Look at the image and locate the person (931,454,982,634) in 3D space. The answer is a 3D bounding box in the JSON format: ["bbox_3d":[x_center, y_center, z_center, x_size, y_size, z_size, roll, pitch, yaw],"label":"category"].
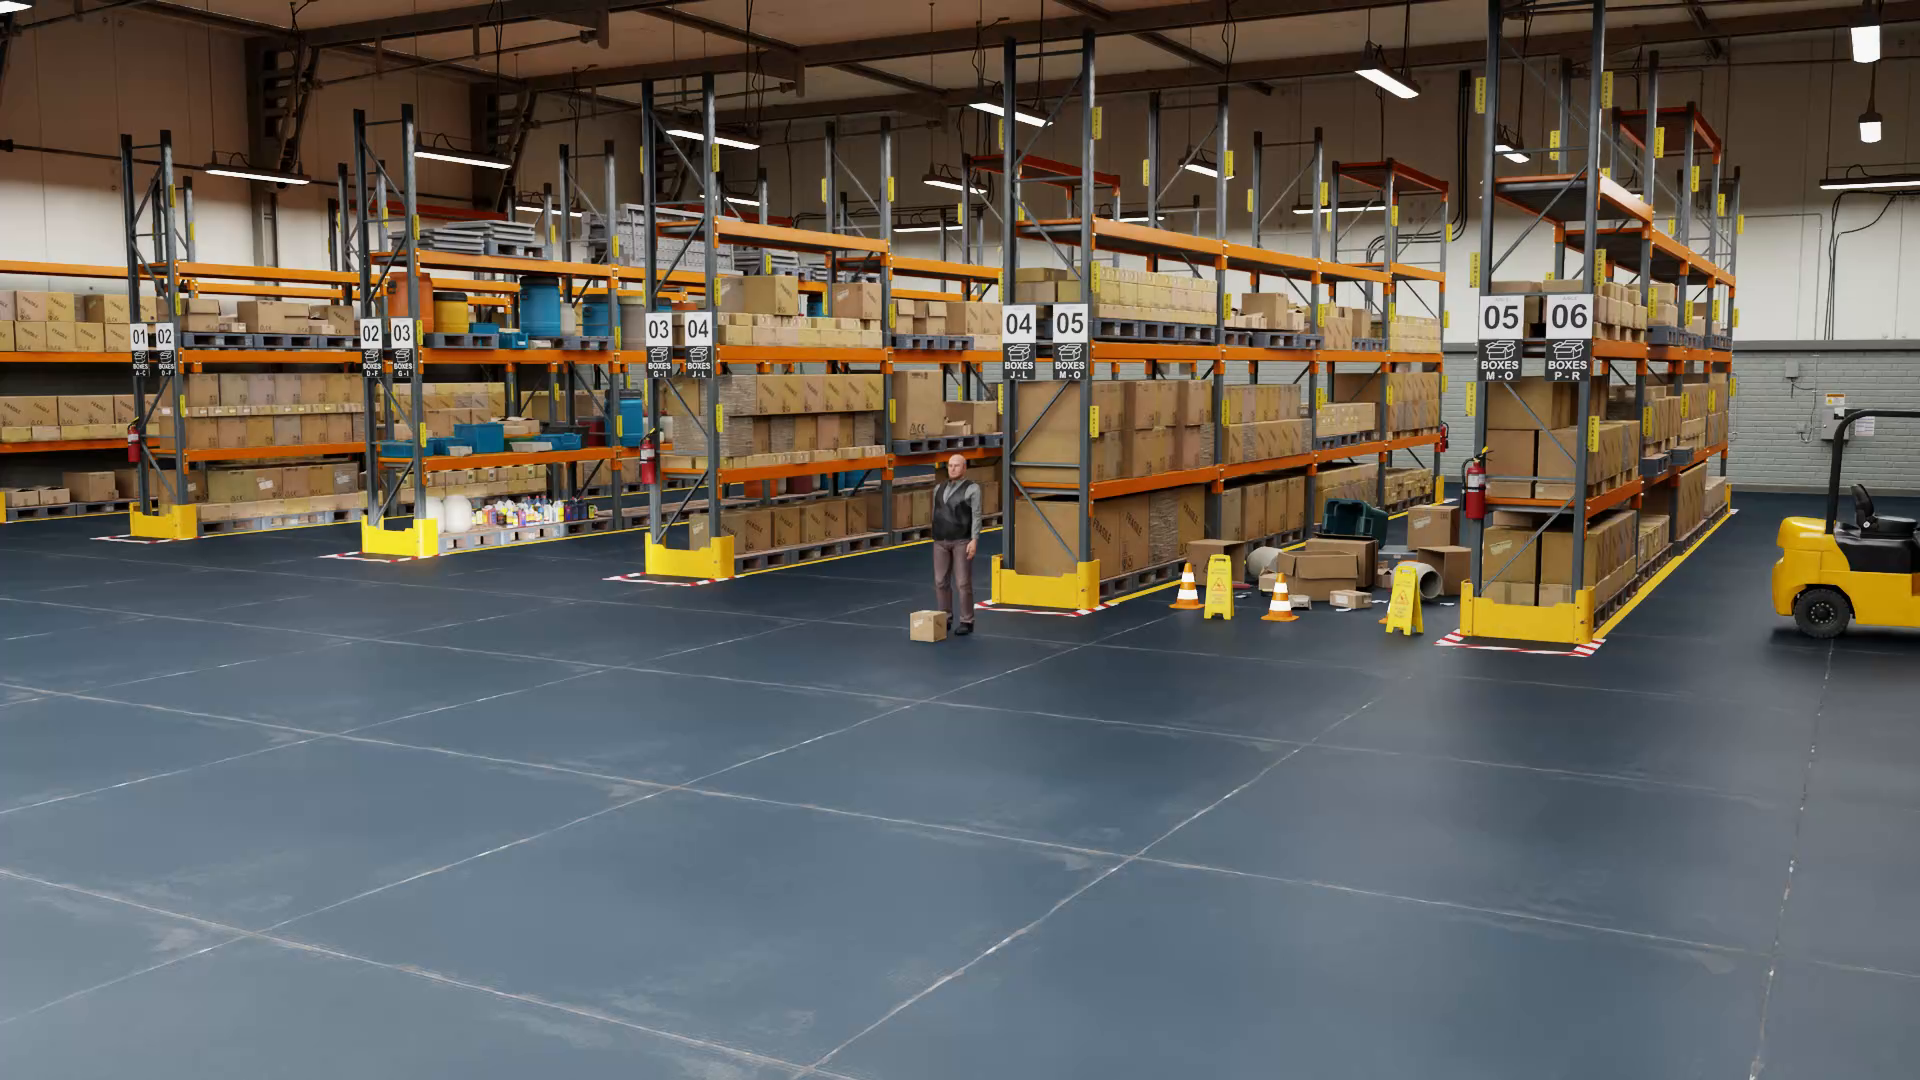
[{"bbox_3d":[-0.044,0.036,15.926,0.532,1.717,0.360,3,7,30],"label":"person"}]
